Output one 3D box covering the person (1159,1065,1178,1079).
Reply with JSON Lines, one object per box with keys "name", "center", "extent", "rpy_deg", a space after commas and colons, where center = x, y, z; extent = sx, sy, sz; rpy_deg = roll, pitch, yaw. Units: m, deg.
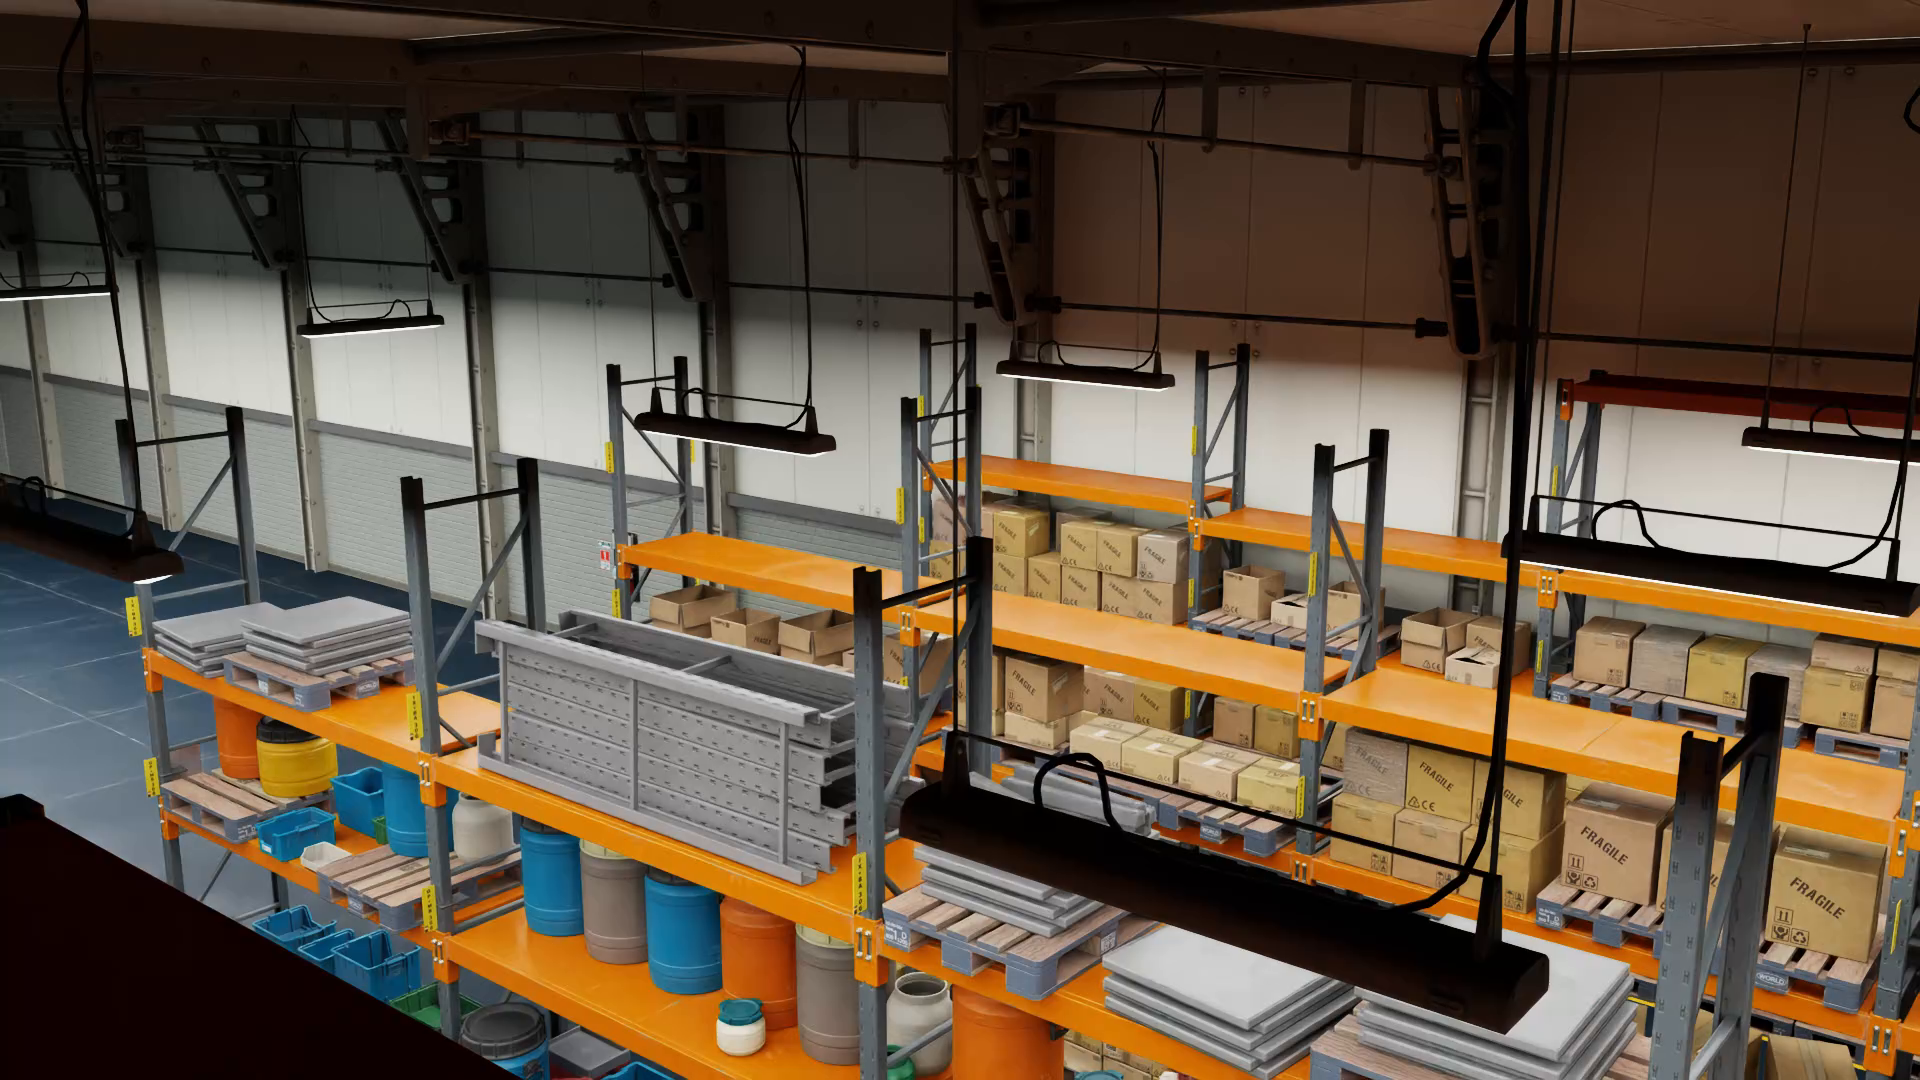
{"name": "person", "center": [1.737, 4.552, 12.374], "extent": [0.880, 1.690, 0.585], "rpy_deg": [8, 15, 32]}
